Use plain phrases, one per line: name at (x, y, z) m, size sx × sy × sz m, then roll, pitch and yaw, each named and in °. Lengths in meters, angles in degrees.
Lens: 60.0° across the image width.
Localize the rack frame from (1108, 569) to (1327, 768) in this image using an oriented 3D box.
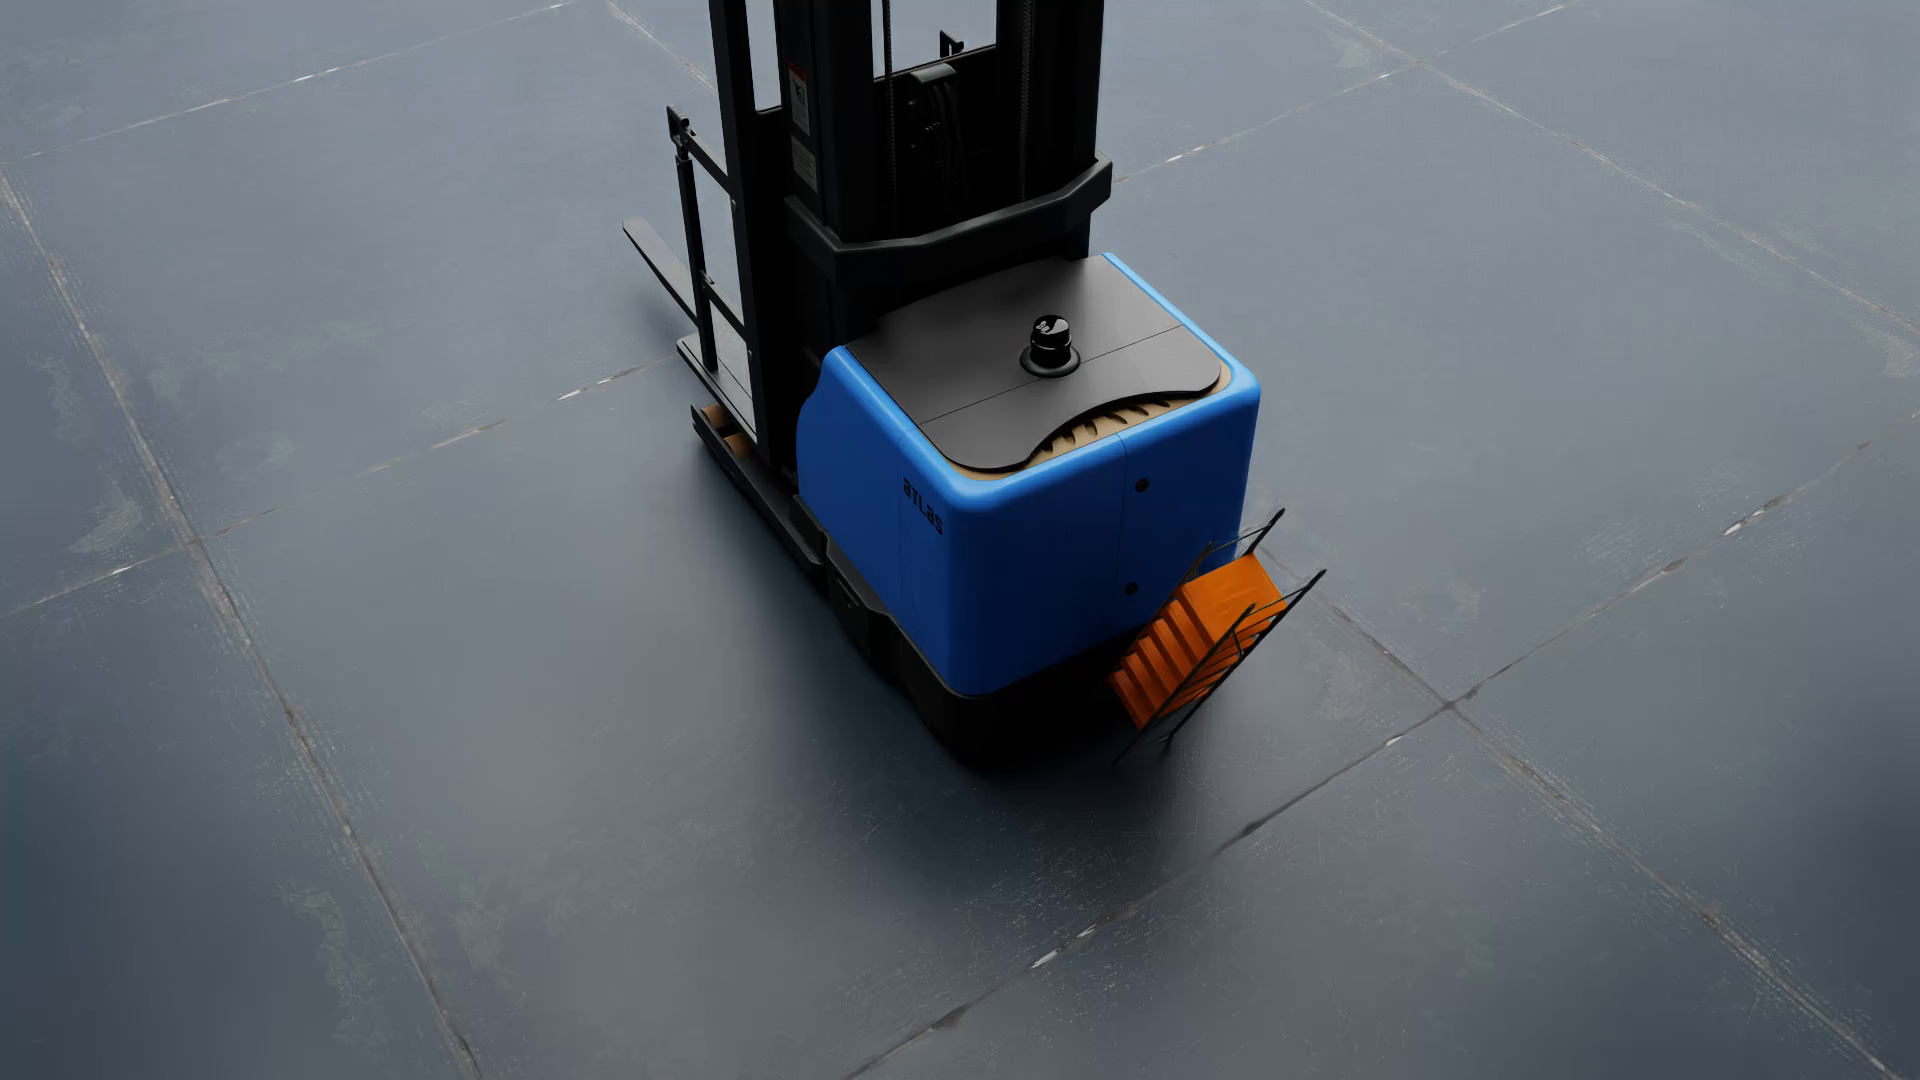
rack frame at (0.674, 0.379, 4.548) m, size 0.240 × 1.200 × 0.006 m, roll -23°, pitch 71°, yaw -22°

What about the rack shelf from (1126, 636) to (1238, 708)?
rack shelf at (0.621, 0.324, 4.615) m, size 0.258 × 0.103 × 0.180 m, roll -23°, pitch 71°, yaw -22°

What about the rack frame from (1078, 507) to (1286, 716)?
rack frame at (0.585, 0.229, 4.603) m, size 0.240 × 1.200 × 0.006 m, roll -23°, pitch 71°, yaw -22°

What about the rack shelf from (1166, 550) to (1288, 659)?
rack shelf at (0.694, 0.165, 4.300) m, size 0.258 × 0.103 × 0.180 m, roll -23°, pitch 71°, yaw -22°

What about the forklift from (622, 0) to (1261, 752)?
forklift at (-0.319, -1.429, 5.125) m, size 1.130 × 2.935 × 3.031 m, roll -22°, pitch 48°, yaw -22°

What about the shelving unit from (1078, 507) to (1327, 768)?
shelving unit at (0.630, 0.304, 4.576) m, size 0.258 × 1.200 × 0.189 m, roll -23°, pitch 71°, yaw -22°

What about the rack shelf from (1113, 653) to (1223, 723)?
rack shelf at (0.596, 0.377, 4.720) m, size 0.258 × 0.103 × 0.180 m, roll -23°, pitch 71°, yaw -22°

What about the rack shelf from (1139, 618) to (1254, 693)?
rack shelf at (0.645, 0.271, 4.510) m, size 0.258 × 0.103 × 0.180 m, roll -23°, pitch 71°, yaw -22°

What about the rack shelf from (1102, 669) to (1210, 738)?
rack shelf at (0.572, 0.429, 4.824) m, size 0.258 × 0.103 × 0.180 m, roll -23°, pitch 71°, yaw -22°

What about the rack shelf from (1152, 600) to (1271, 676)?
rack shelf at (0.669, 0.218, 4.405) m, size 0.258 × 0.103 × 0.180 m, roll -23°, pitch 71°, yaw -22°
